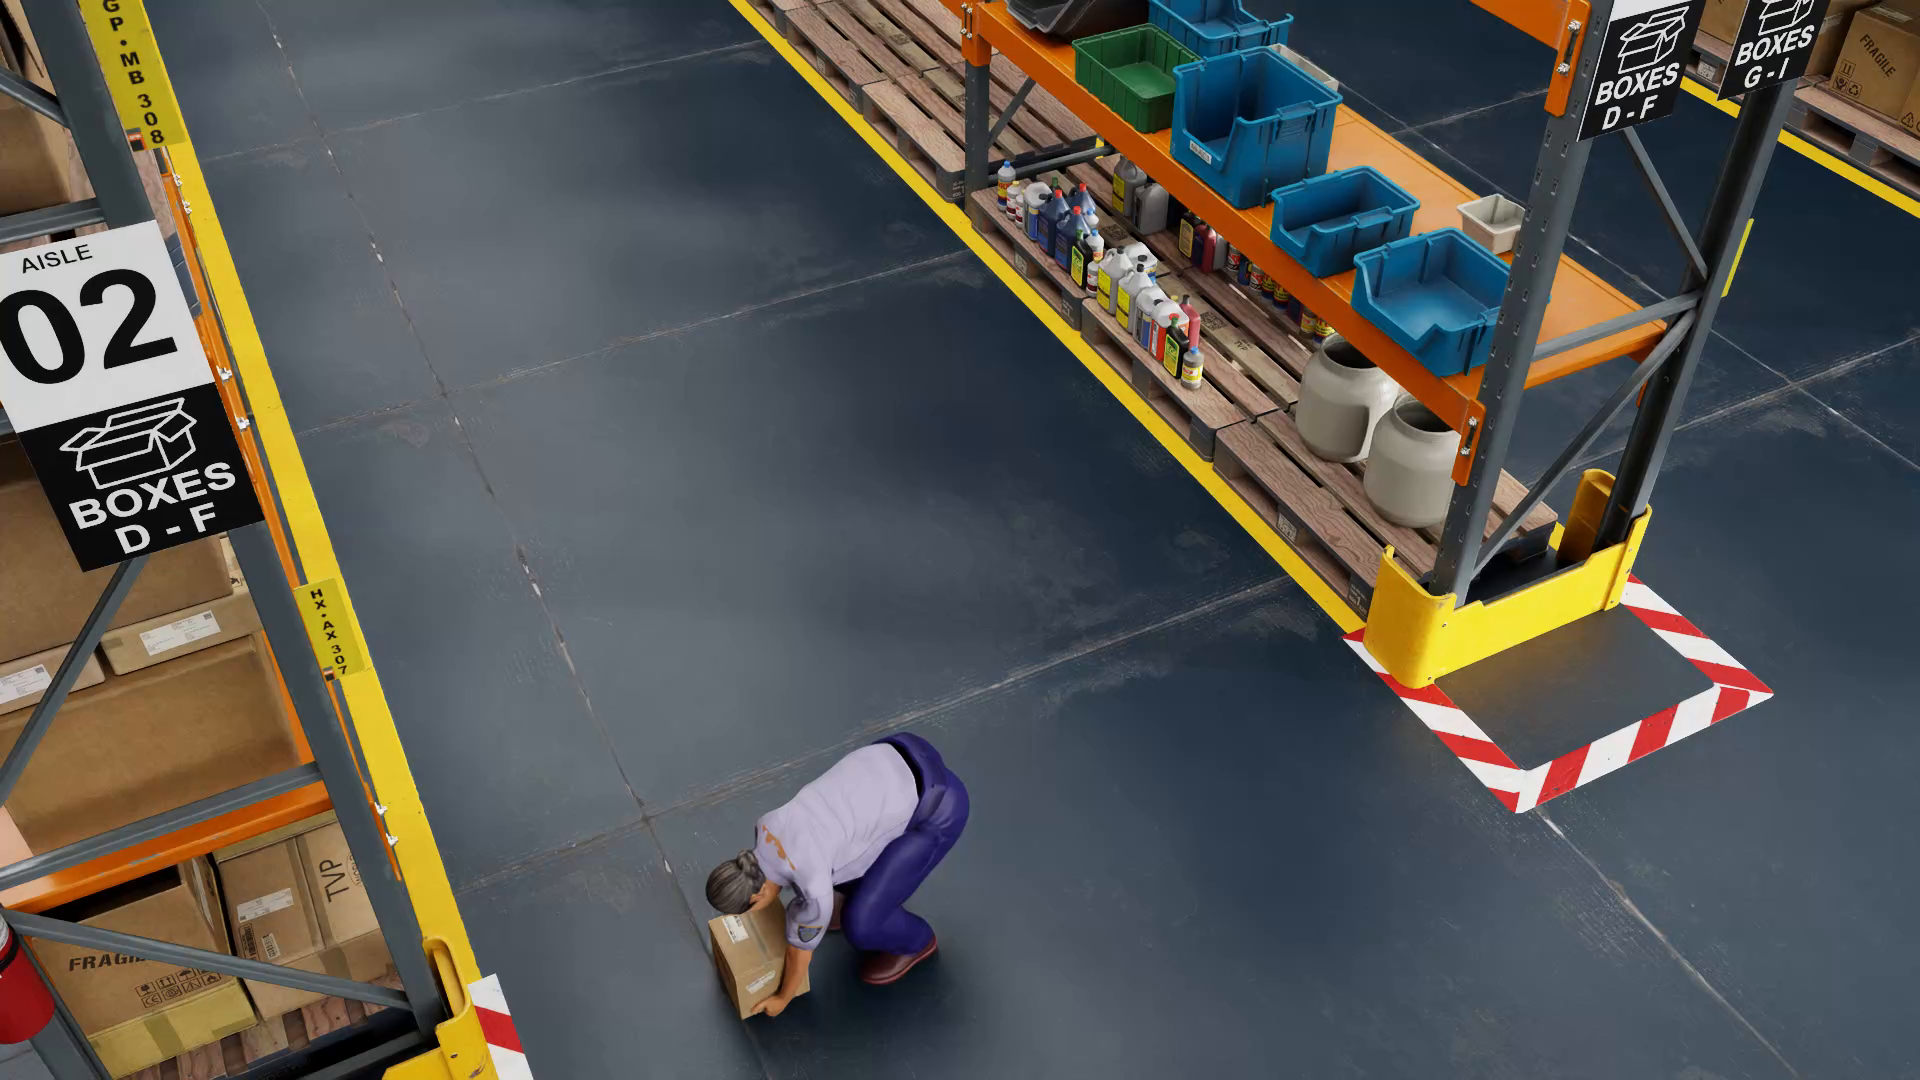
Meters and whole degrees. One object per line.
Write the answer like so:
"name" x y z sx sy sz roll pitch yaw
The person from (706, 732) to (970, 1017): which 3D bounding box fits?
"person" -0.405 1.117 5.519 0.899 0.841 0.513 -21 46 -22
